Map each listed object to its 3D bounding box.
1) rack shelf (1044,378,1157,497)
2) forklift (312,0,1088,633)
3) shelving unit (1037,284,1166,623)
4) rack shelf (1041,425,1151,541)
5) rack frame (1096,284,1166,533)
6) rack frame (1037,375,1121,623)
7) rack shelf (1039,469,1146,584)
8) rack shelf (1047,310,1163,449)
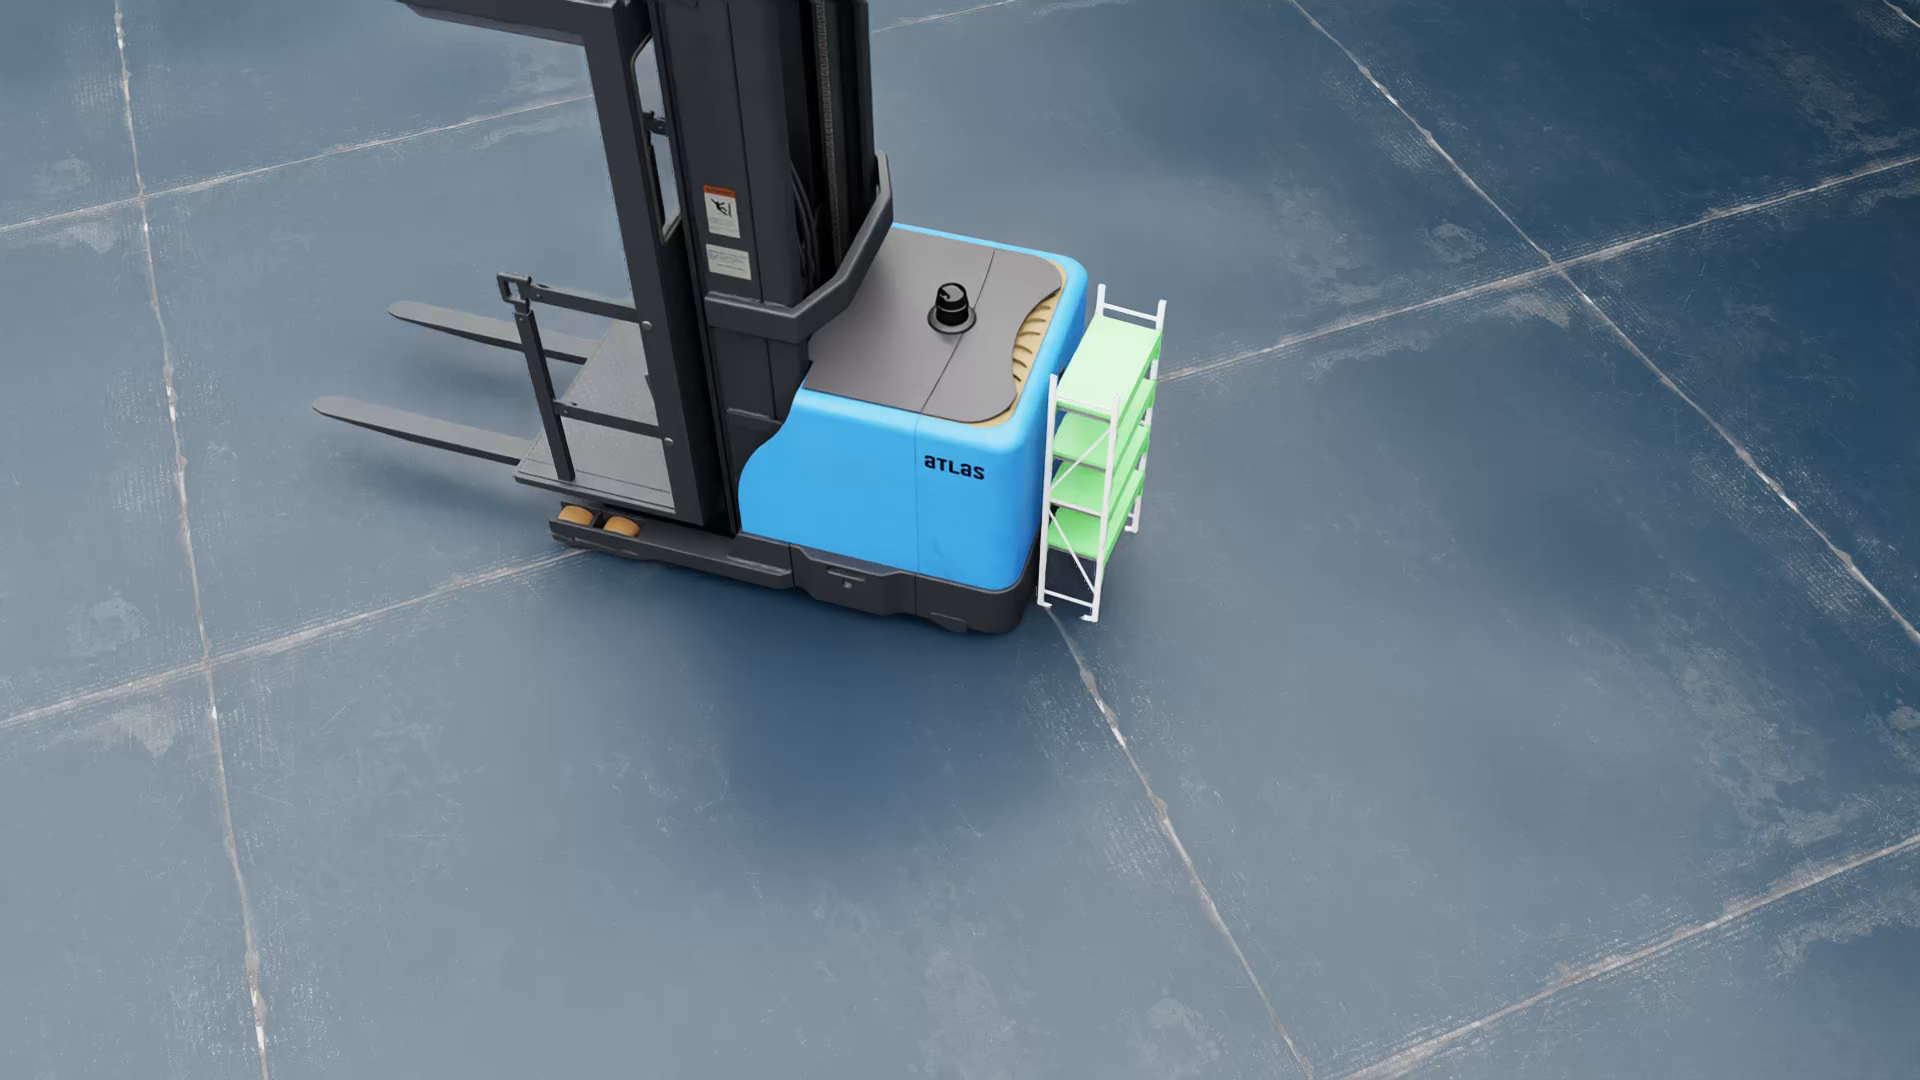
[{"bbox_3d":[0.502,-0.402,5.913,0.258,0.148,0.480,17,51,14],"label":"rack shelf"},{"bbox_3d":[-1.095,-1.257,5.738,3.031,2.935,1.130,13,51,11],"label":"forklift"},{"bbox_3d":[0.502,-0.287,6.046,0.258,1.200,0.503,17,51,14],"label":"shelving unit"},{"bbox_3d":[0.502,-0.245,6.095,0.258,0.148,0.480,17,51,14],"label":"rack shelf"},{"bbox_3d":[0.593,-0.459,6.194,0.240,1.200,0.015,17,51,14],"label":"rack frame"},{"bbox_3d":[0.410,-0.115,5.899,0.240,1.200,0.015,17,51,14],"label":"rack frame"},{"bbox_3d":[0.502,-0.089,6.277,0.258,0.148,0.480,17,51,14],"label":"rack shelf"},{"bbox_3d":[0.502,-0.558,5.731,0.258,0.148,0.480,17,51,14],"label":"rack shelf"}]
